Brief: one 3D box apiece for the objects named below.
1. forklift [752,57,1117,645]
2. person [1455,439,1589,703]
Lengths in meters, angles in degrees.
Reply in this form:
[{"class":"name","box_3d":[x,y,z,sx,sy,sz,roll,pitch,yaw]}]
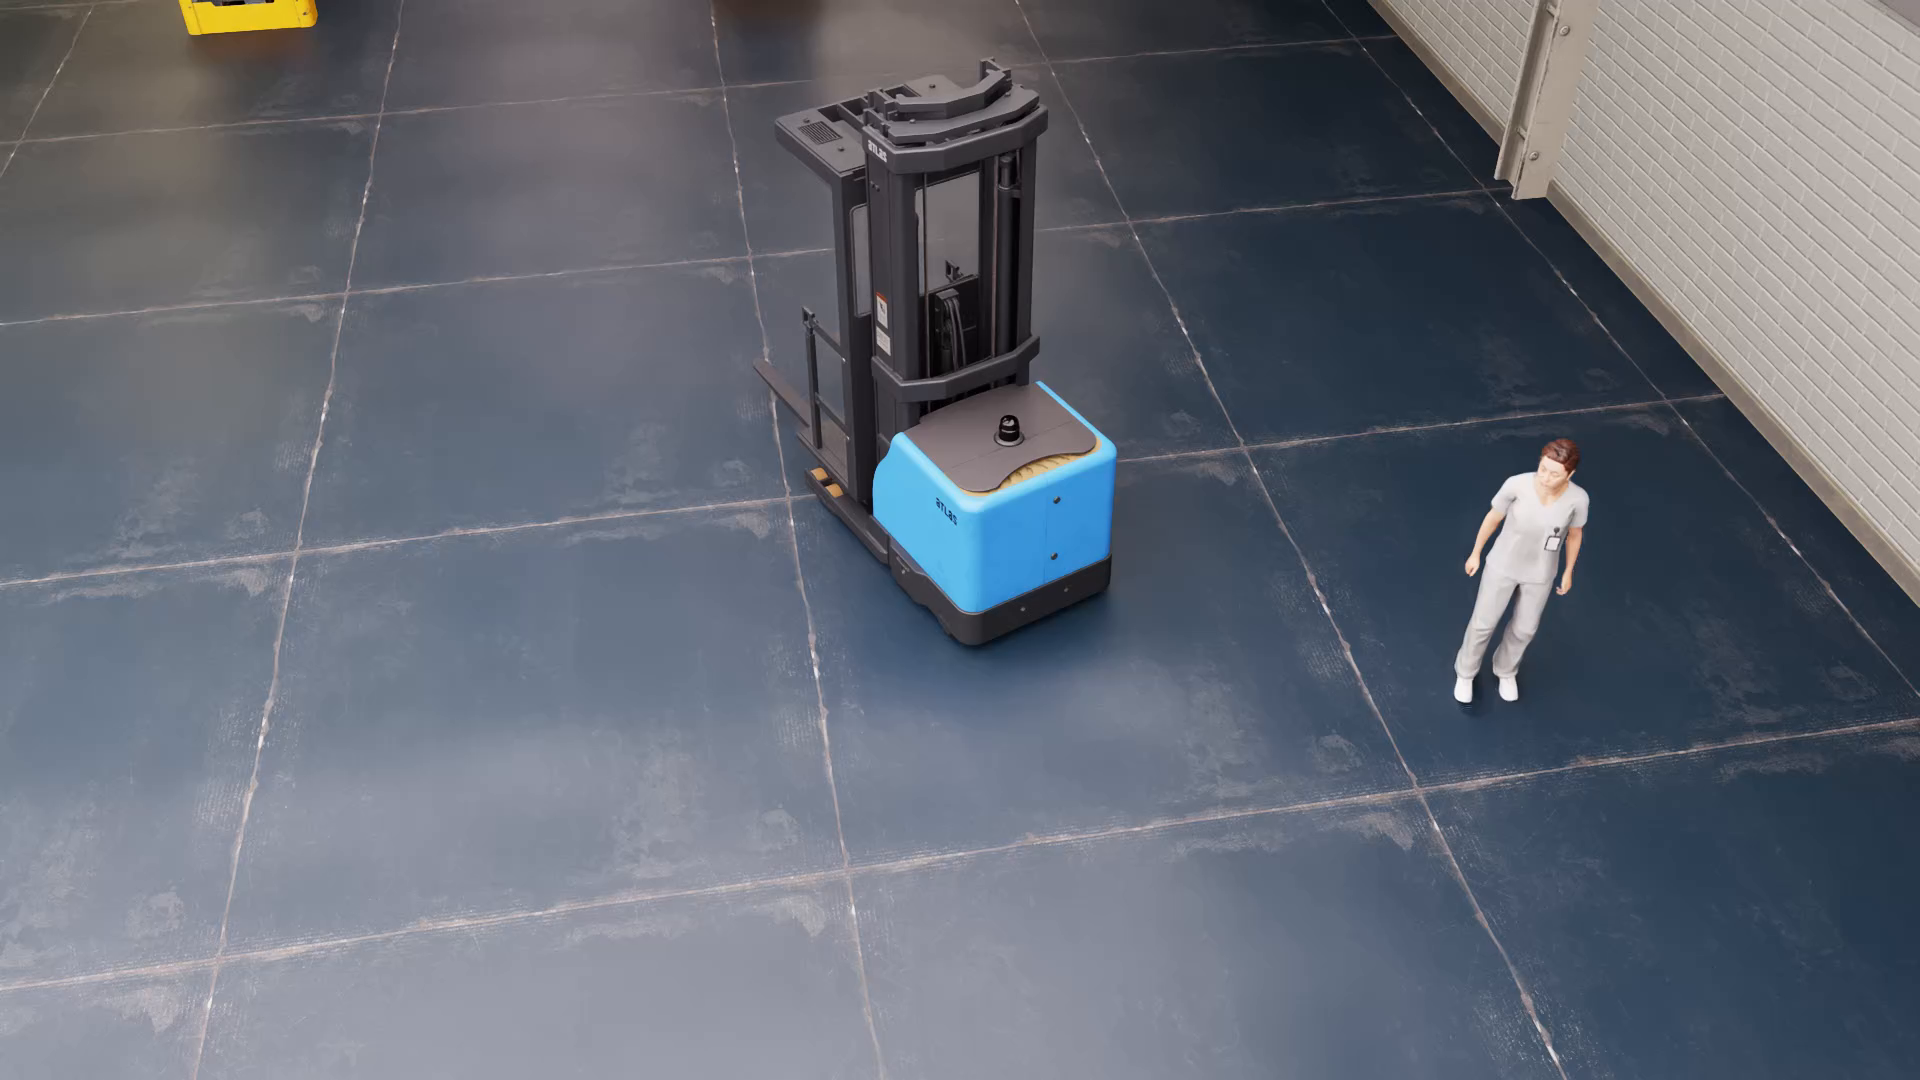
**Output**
[{"class":"forklift","box_3d":[-0.325,-1.450,9.663,1.130,2.935,3.031,-22,45,-24]},{"class":"person","box_3d":[2.941,0.168,8.732,0.543,1.672,0.405,8,41,10]}]
